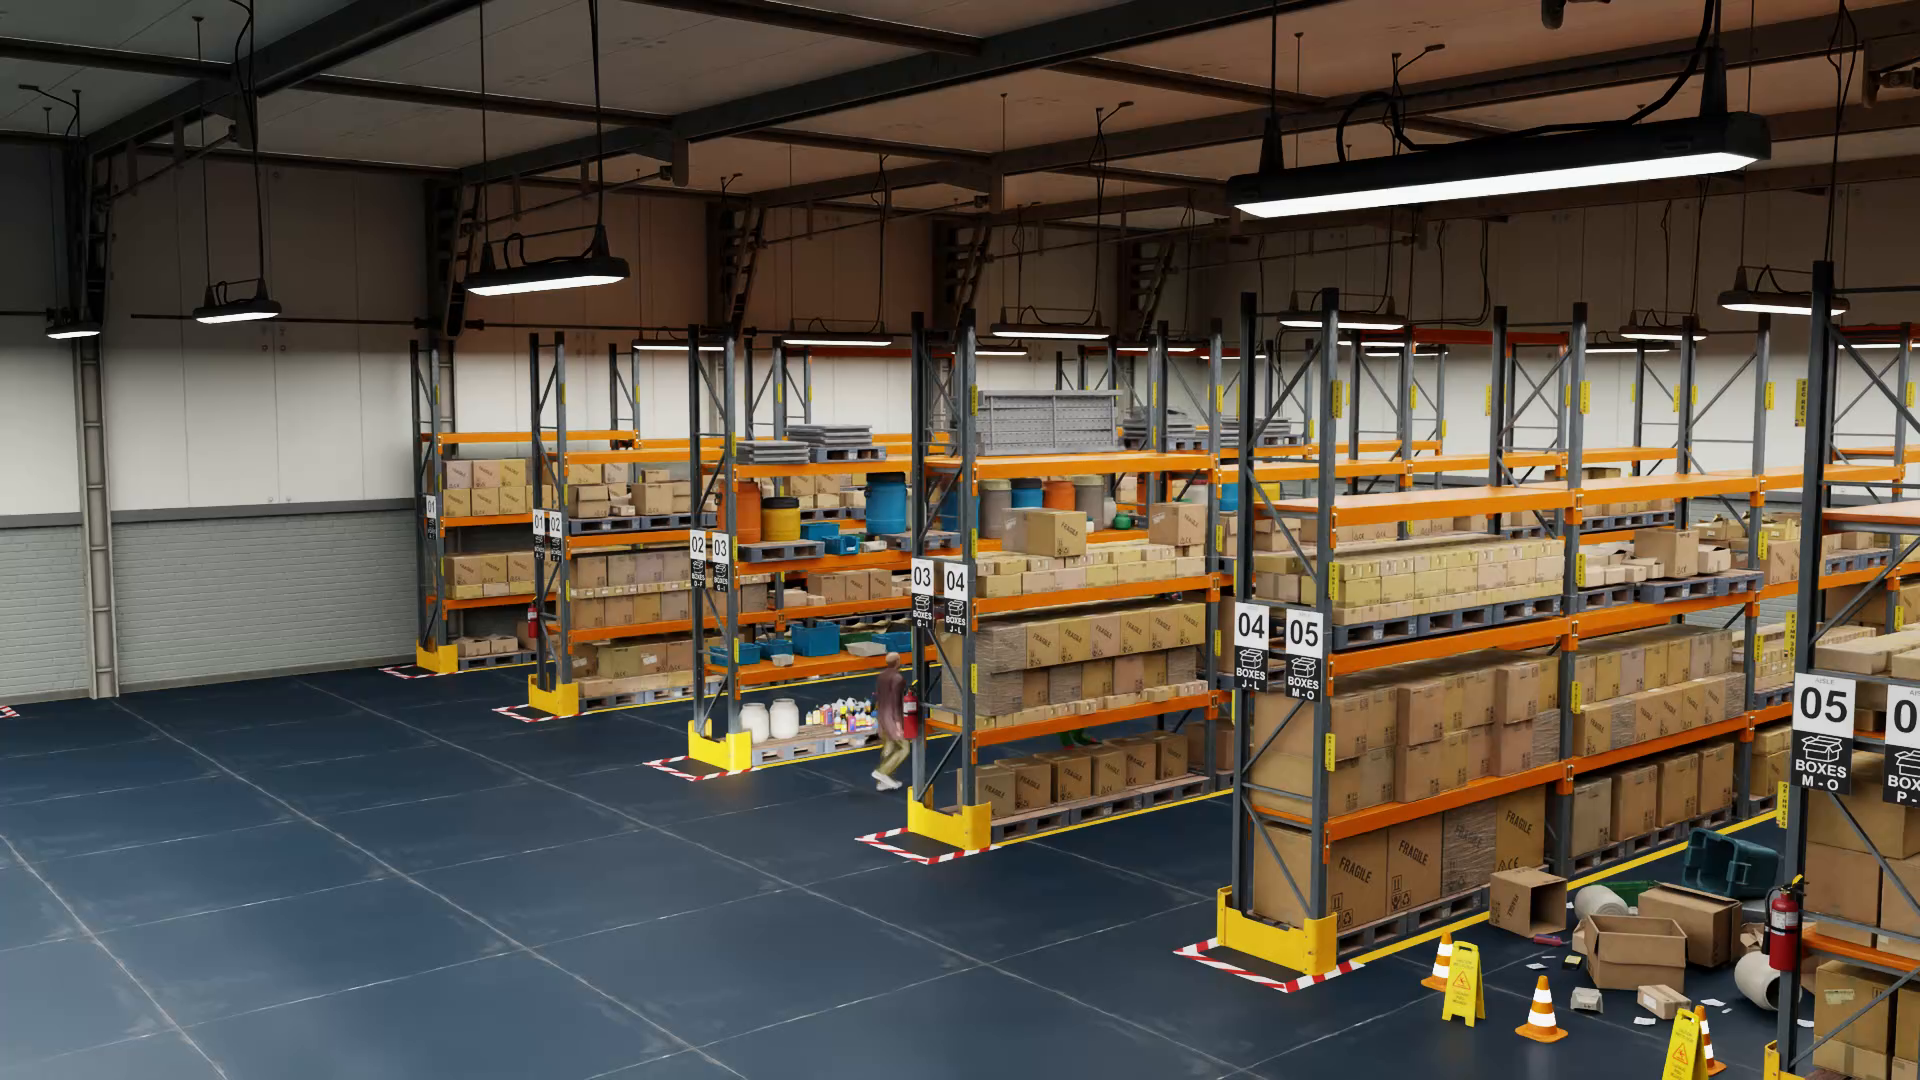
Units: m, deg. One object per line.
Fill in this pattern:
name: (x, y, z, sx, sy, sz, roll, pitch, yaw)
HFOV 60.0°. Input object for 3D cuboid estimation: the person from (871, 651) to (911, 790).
person: (-0.910, 2.311, 21.257, 0.571, 1.771, 0.617, -3, 6, -28)

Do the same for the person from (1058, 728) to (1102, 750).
person: (1.608, 2.227, 22.354, 0.740, 1.757, 0.606, -2, 6, -24)

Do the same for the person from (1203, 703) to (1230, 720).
person: (3.700, 2.038, 24.340, 1.099, 1.699, 0.633, -5, 7, -42)
